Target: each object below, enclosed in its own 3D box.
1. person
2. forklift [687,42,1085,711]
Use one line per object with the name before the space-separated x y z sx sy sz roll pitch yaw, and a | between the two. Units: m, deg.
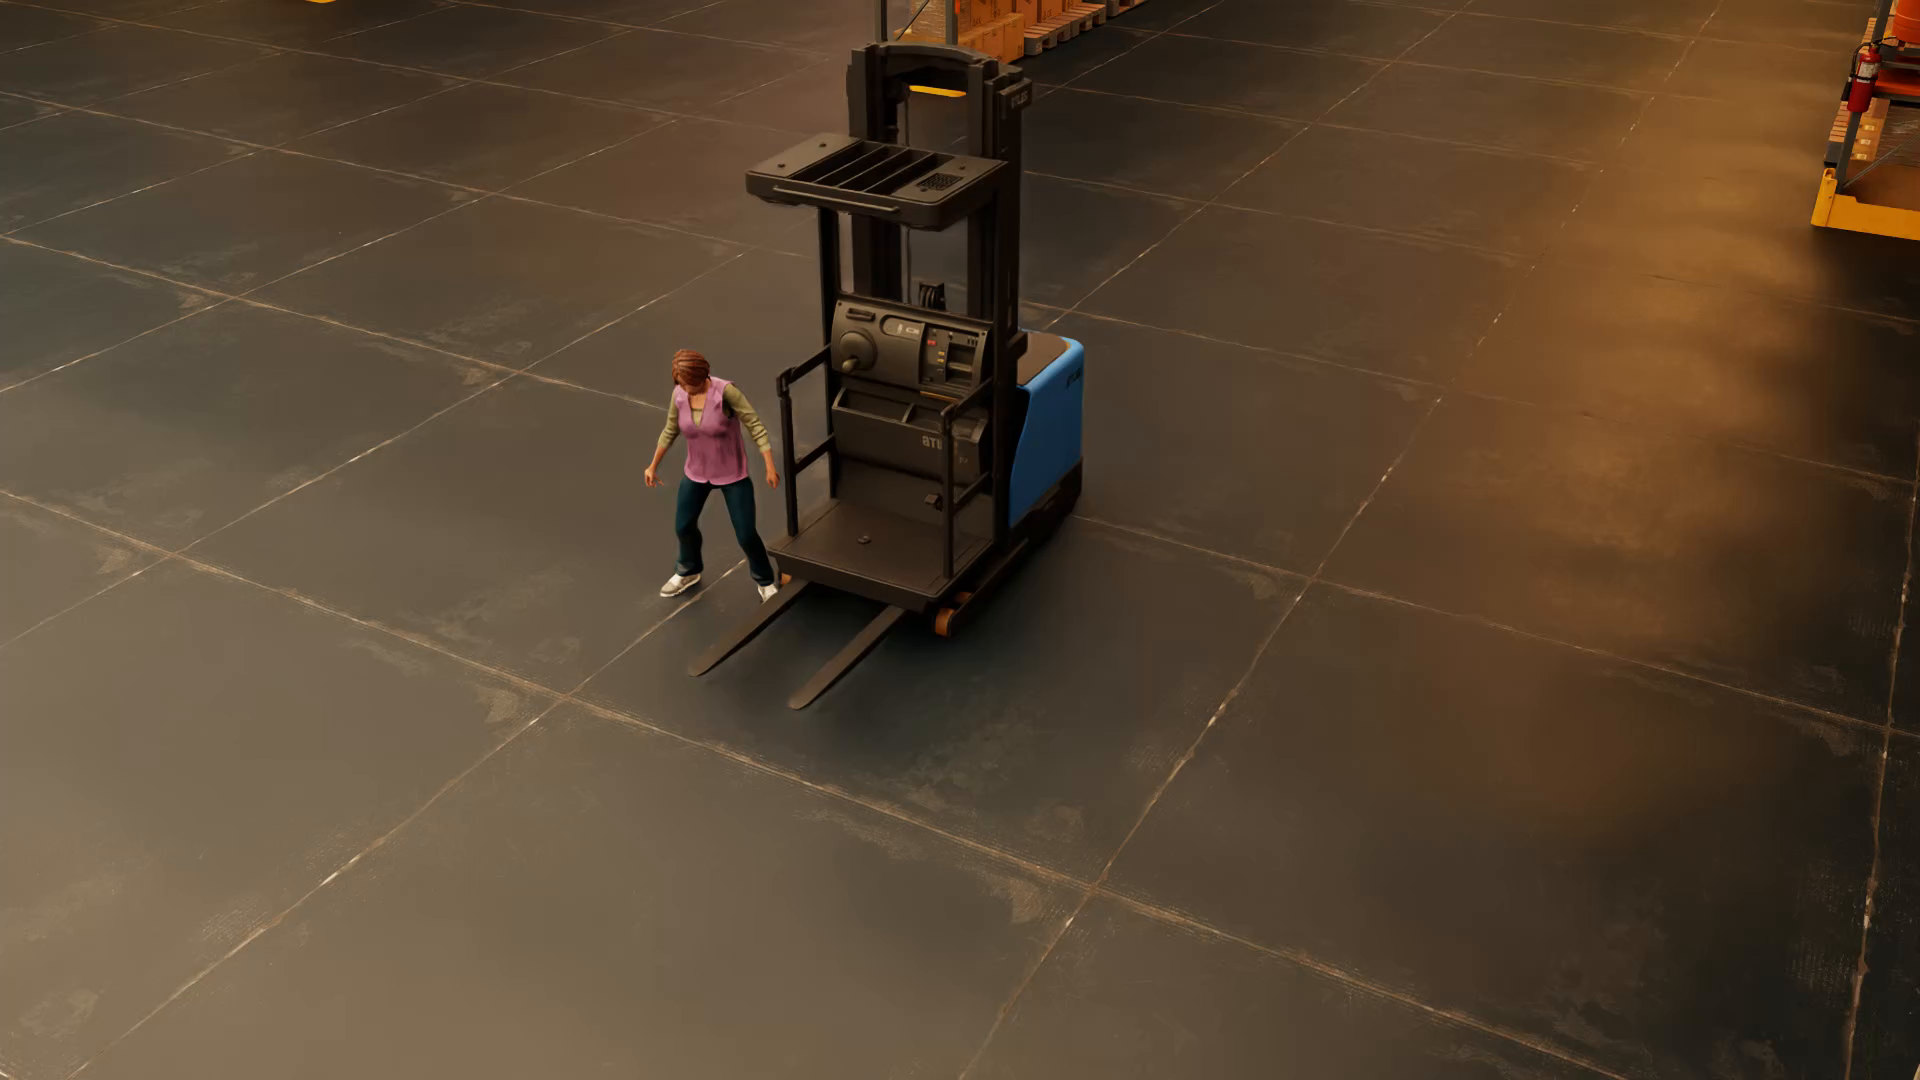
person | -1.352 -0.334 9.056 0.782 1.557 0.360 8 31 13
forklift | -0.376 -0.992 8.789 1.130 2.935 3.031 15 33 24
